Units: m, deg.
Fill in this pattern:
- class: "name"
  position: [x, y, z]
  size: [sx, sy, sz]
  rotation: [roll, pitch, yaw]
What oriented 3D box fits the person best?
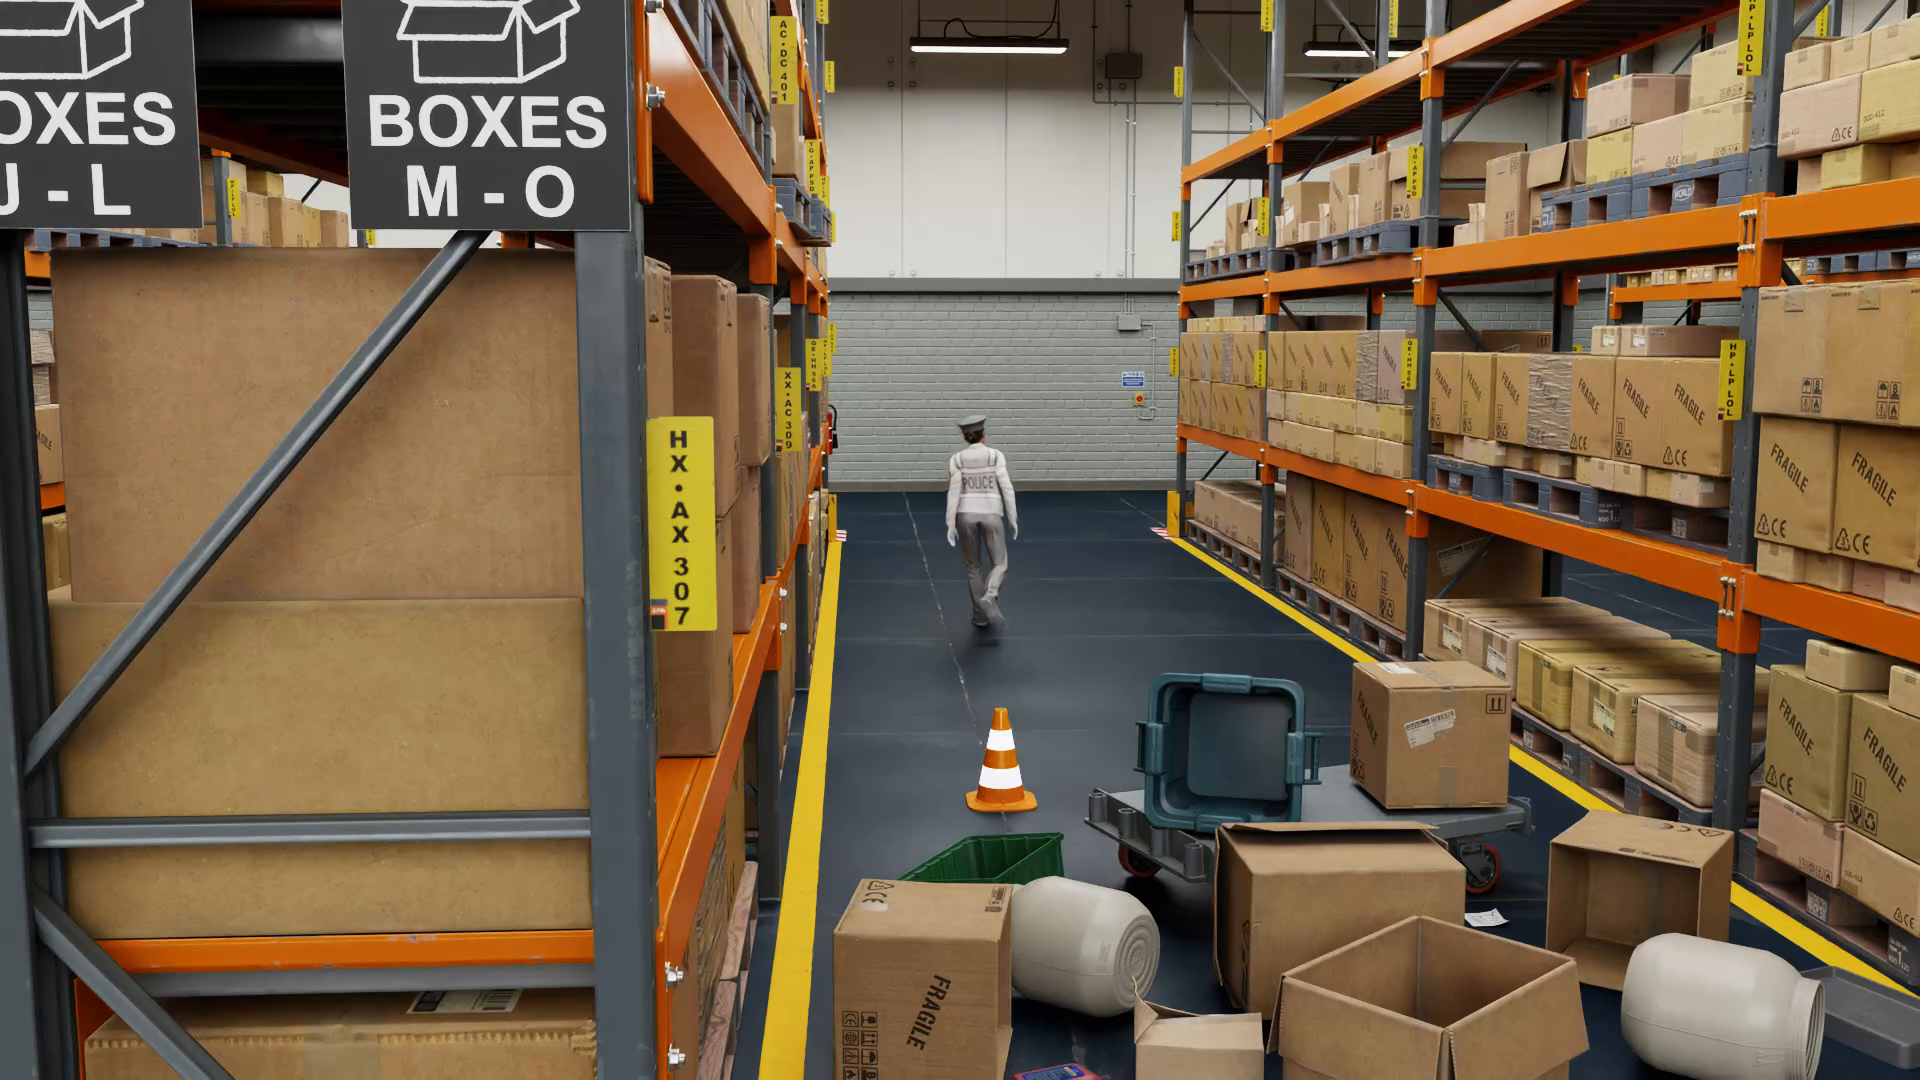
- class: "person"
  position: [2.438, -1.370, 13.307]
  size: [4.986, 2.387, 22.365]
  rotation: [1, 7, 4]
